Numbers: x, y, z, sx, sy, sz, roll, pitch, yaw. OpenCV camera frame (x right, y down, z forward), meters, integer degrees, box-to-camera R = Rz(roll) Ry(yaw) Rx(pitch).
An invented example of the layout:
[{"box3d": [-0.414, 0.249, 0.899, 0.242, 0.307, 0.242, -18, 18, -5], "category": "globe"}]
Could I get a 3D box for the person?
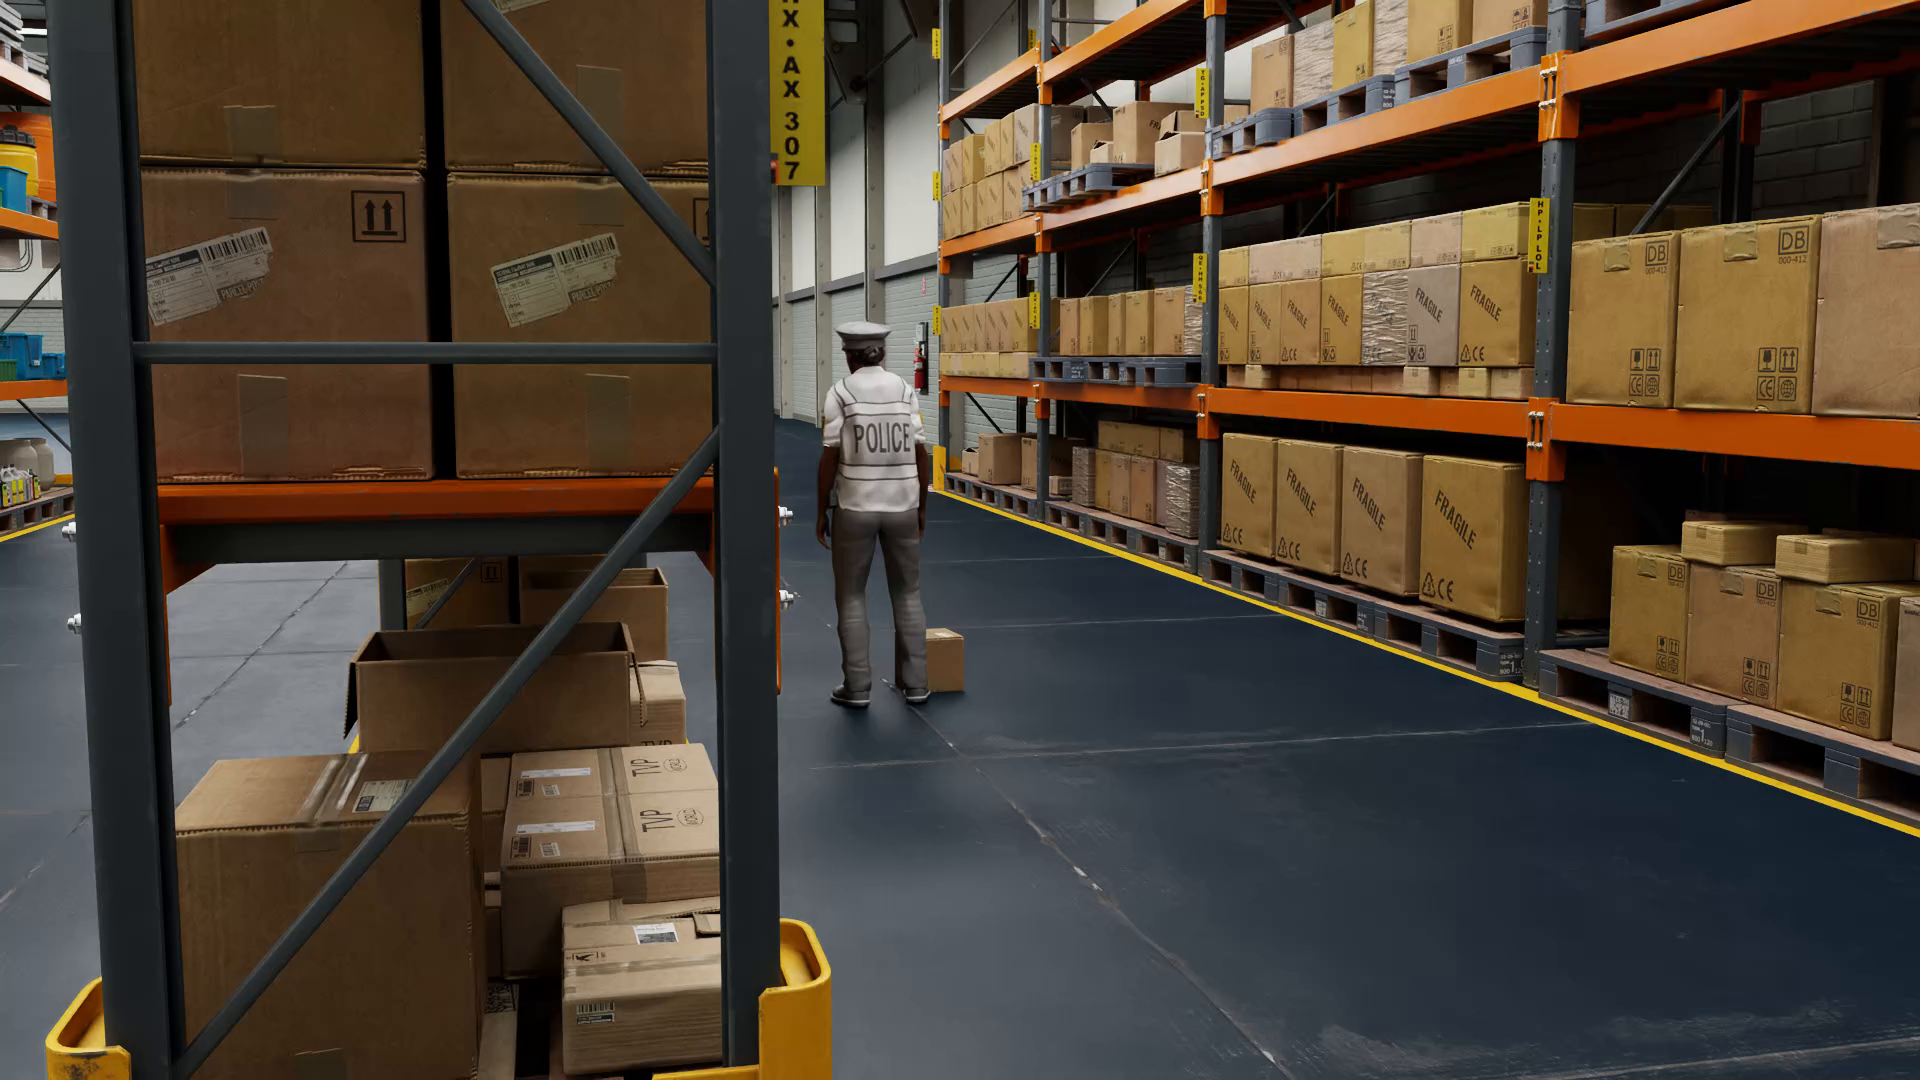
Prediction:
[{"box3d": [-0.363, -0.115, 7.213, 0.533, 1.664, 0.391, -2, 7, -19], "category": "person"}]
